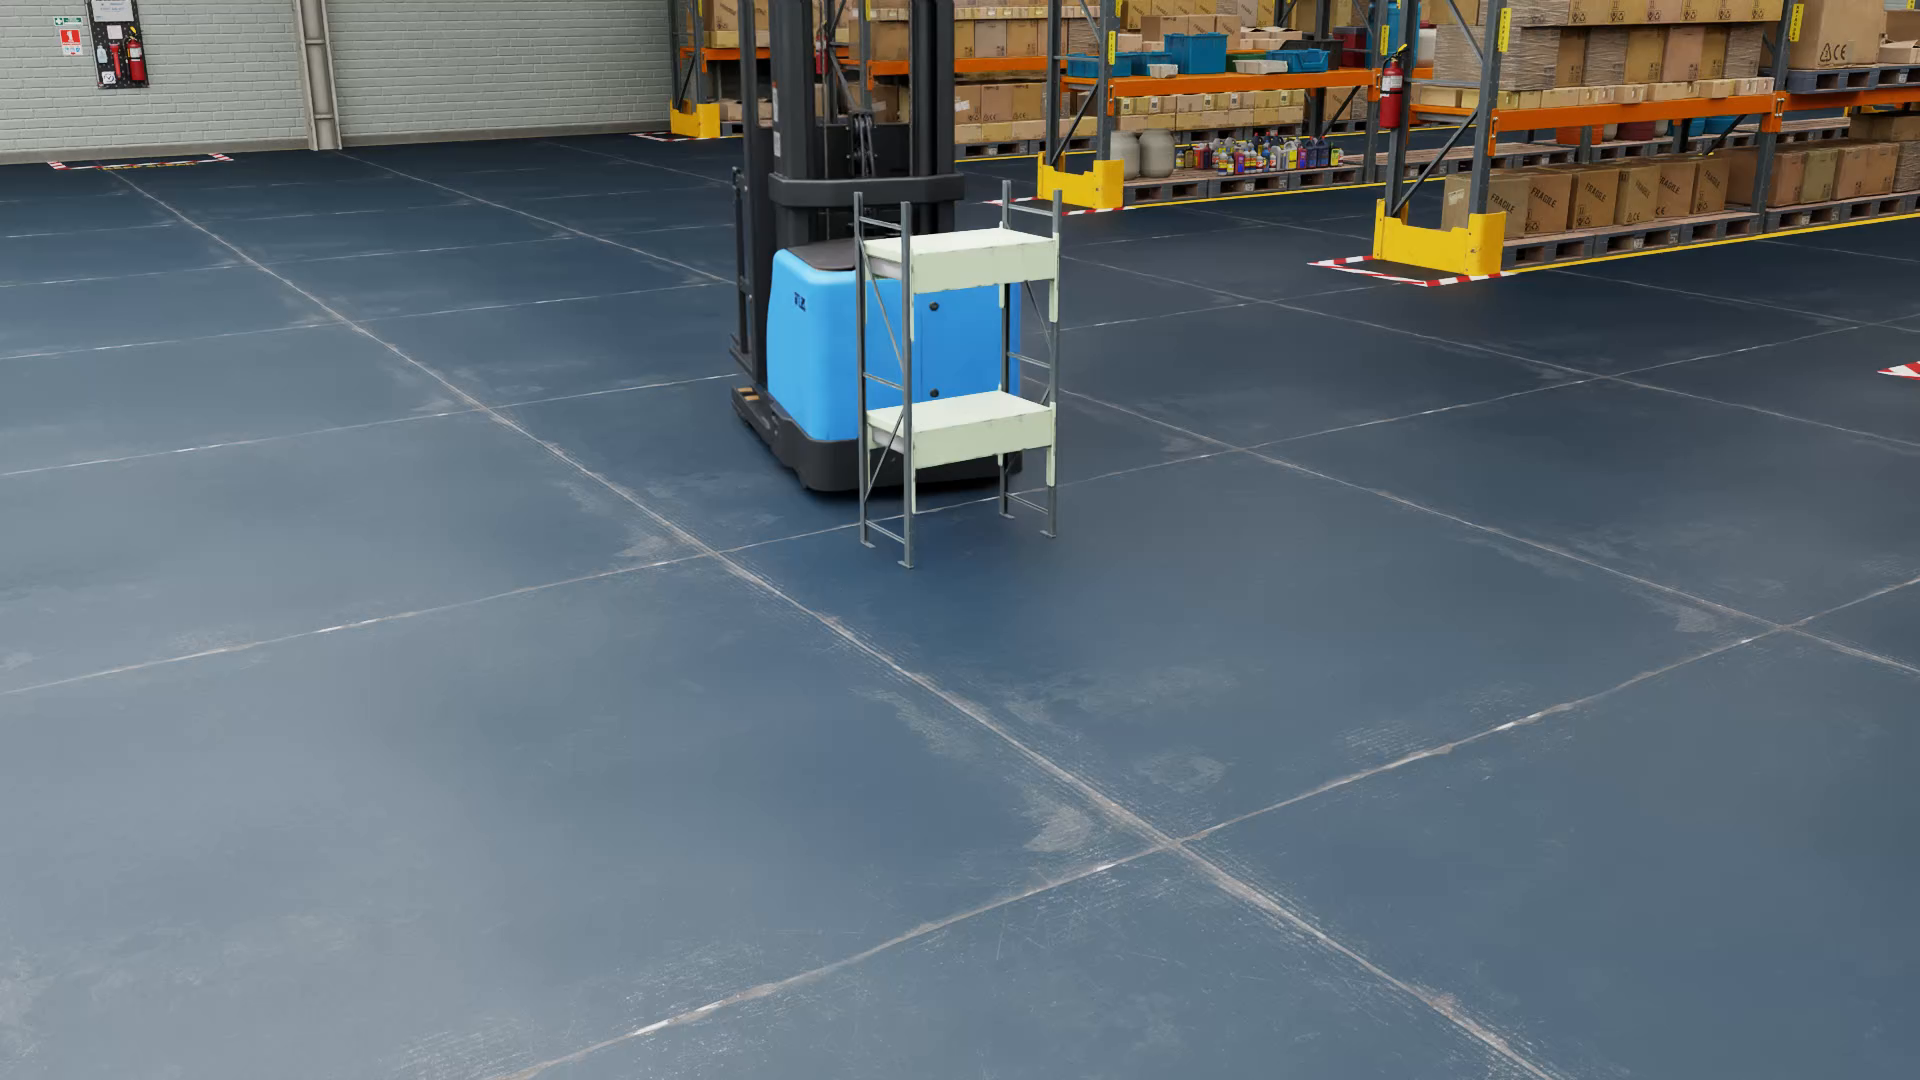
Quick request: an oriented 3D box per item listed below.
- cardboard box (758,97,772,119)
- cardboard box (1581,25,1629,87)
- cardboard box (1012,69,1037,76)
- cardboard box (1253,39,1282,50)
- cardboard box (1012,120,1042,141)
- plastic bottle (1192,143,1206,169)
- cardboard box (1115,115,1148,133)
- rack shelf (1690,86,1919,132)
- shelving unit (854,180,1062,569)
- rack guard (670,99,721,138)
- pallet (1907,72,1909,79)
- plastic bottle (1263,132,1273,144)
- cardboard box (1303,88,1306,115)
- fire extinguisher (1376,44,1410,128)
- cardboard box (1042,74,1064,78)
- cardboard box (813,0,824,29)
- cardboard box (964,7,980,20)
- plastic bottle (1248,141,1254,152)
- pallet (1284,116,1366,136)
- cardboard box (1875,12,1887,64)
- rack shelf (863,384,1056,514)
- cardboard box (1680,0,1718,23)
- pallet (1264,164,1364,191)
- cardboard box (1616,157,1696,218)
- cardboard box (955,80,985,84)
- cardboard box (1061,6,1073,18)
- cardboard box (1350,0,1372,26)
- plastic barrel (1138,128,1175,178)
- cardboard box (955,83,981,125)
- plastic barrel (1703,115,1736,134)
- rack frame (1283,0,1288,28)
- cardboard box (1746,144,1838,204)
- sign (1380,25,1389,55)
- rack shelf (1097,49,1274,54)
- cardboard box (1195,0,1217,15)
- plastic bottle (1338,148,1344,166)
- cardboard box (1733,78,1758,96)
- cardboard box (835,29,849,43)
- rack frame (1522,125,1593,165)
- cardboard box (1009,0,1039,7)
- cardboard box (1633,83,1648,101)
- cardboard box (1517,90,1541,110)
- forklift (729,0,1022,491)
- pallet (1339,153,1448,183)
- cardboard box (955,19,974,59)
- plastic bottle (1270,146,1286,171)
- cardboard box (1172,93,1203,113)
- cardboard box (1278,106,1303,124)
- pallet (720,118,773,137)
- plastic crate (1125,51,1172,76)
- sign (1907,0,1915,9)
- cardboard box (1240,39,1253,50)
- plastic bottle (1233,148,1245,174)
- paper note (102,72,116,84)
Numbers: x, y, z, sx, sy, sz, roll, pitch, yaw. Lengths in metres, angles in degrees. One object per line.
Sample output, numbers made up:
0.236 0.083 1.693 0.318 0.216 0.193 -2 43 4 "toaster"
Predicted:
-3.083 -6.861 26.368 0.500 0.311 0.500 -10 21 -27 "cardboard box"
5.254 -4.228 14.448 0.500 0.500 0.875 -12 22 -31 "cardboard box"
0.985 -8.201 28.864 0.500 0.250 0.500 -12 22 -32 "cardboard box"
4.623 -7.462 25.025 0.250 0.149 0.380 -12 22 -31 "cardboard box"
0.782 -5.688 23.022 0.500 0.250 0.500 -12 22 -31 "cardboard box"
2.780 -4.475 19.362 0.135 0.276 0.152 -12 22 -31 "plastic bottle"
2.355 -6.010 23.976 0.500 0.250 0.500 -13 22 -33 "cardboard box"
8.997 -4.470 16.906 4.000 0.370 1.077 -12 22 -31 "rack shelf"
-0.006 -0.709 7.001 0.755 1.500 0.431 -12 22 -31 "shelving unit"
-4.123 -6.558 25.862 0.348 0.500 1.175 -12 22 -31 "rack guard"
10.131 -4.918 17.408 1.003 0.211 1.213 -12 22 -31 "pallet"
3.700 -4.706 19.929 0.185 0.351 0.144 -11 22 -30 "plastic bottle"
5.874 -7.065 26.675 0.500 0.500 0.500 -11 22 -29 "cardboard box"
3.637 -3.820 13.982 0.183 0.674 0.296 -12 22 -31 "fire extinguisher"
1.428 -7.962 29.327 0.500 0.500 0.700 -12 22 -31 "cardboard box"
-2.345 -8.294 26.126 0.500 0.500 0.500 -11 22 -30 "cardboard box"
0.062 -6.998 22.091 0.250 0.149 0.380 -12 22 -32 "cardboard box"
3.441 -4.599 19.737 0.097 0.271 0.097 0 19 0 "plastic bottle"
5.867 -6.614 26.478 1.213 0.211 1.003 -12 22 -31 "pallet"
8.724 -5.036 16.641 0.637 0.503 0.797 -9 21 -26 "cardboard box"
-0.006 -0.400 7.106 0.720 0.370 0.431 -12 22 -31 "rack shelf"
6.267 -4.791 14.551 0.500 0.500 0.500 -12 22 -31 "cardboard box"
4.019 -4.355 19.797 1.213 0.211 1.003 -12 22 -31 "pallet"
6.497 -3.310 15.601 0.500 0.500 0.500 -5 19 -14 "cardboard box"
0.071 -6.098 23.064 0.500 0.500 0.500 -12 22 -31 "cardboard box"
1.347 -7.268 22.892 0.250 0.149 0.380 -13 22 -33 "cardboard box"
6.555 -8.311 26.332 0.500 0.500 0.700 -8 20 -21 "cardboard box"
2.188 -4.324 18.579 0.421 0.512 0.421 0 19 0 "plastic barrel"
-0.062 -5.871 22.393 0.500 0.500 0.500 -12 22 -31 "cardboard box"
10.820 -6.306 23.834 0.708 0.901 0.600 -12 22 -31 "plastic barrel"
5.836 -9.842 31.674 0.127 3.000 1.000 -12 22 -31 "rack frame"
8.260 -3.664 16.615 0.500 0.500 0.700 -12 22 -32 "cardboard box"
4.896 -5.765 19.182 0.005 0.325 0.100 -12 22 -31 "sign"
3.552 -7.120 24.746 4.000 0.370 1.077 -12 22 -31 "rack shelf"
4.329 -9.623 30.374 0.500 0.500 0.500 -11 22 -30 "cardboard box"
4.471 -4.519 19.610 0.097 0.201 0.097 0 19 0 "plastic bottle"
7.095 -4.181 15.322 0.250 0.149 0.380 -12 22 -31 "cardboard box"
-1.907 -8.029 26.513 0.500 0.250 0.500 -12 22 -32 "cardboard box"
7.944 -6.488 21.751 0.127 3.000 1.000 -12 22 -31 "rack frame"
0.675 -7.513 22.604 0.500 0.500 0.700 -12 22 -31 "cardboard box"
5.797 -3.939 14.605 0.250 0.149 0.380 -12 22 -31 "cardboard box"
4.575 -3.660 13.780 0.250 0.149 0.380 -12 22 -31 "cardboard box"
-0.638 -2.048 8.726 1.130 2.935 3.031 -6 20 -17 "forklift"
5.237 -4.611 20.554 1.213 0.211 1.003 -12 22 -31 "pallet"
-0.208 -6.710 22.253 0.500 0.500 0.700 -12 22 -31 "cardboard box"
3.656 -4.392 19.120 0.135 0.276 0.152 -11 22 -30 "plastic bottle"
3.216 -6.455 24.417 0.500 0.311 0.500 -13 22 -33 "cardboard box"
4.917 -6.552 25.578 0.500 0.250 0.500 -11 22 -30 "cardboard box"
-3.425 -6.555 26.303 1.213 0.211 1.003 -12 22 -31 "pallet"
2.061 -5.289 18.439 0.408 0.251 0.499 -12 22 -31 "plastic crate"
10.360 -5.859 18.085 0.005 0.325 0.100 -12 22 -31 "sign"
4.188 -7.455 25.004 0.250 0.149 0.380 -10 21 -27 "cardboard box"
3.147 -4.271 18.750 0.133 0.283 0.061 -11 22 -31 "plastic bottle"
-11.359 -6.171 22.191 0.142 0.148 0.016 -12 22 -31 "paper note"
